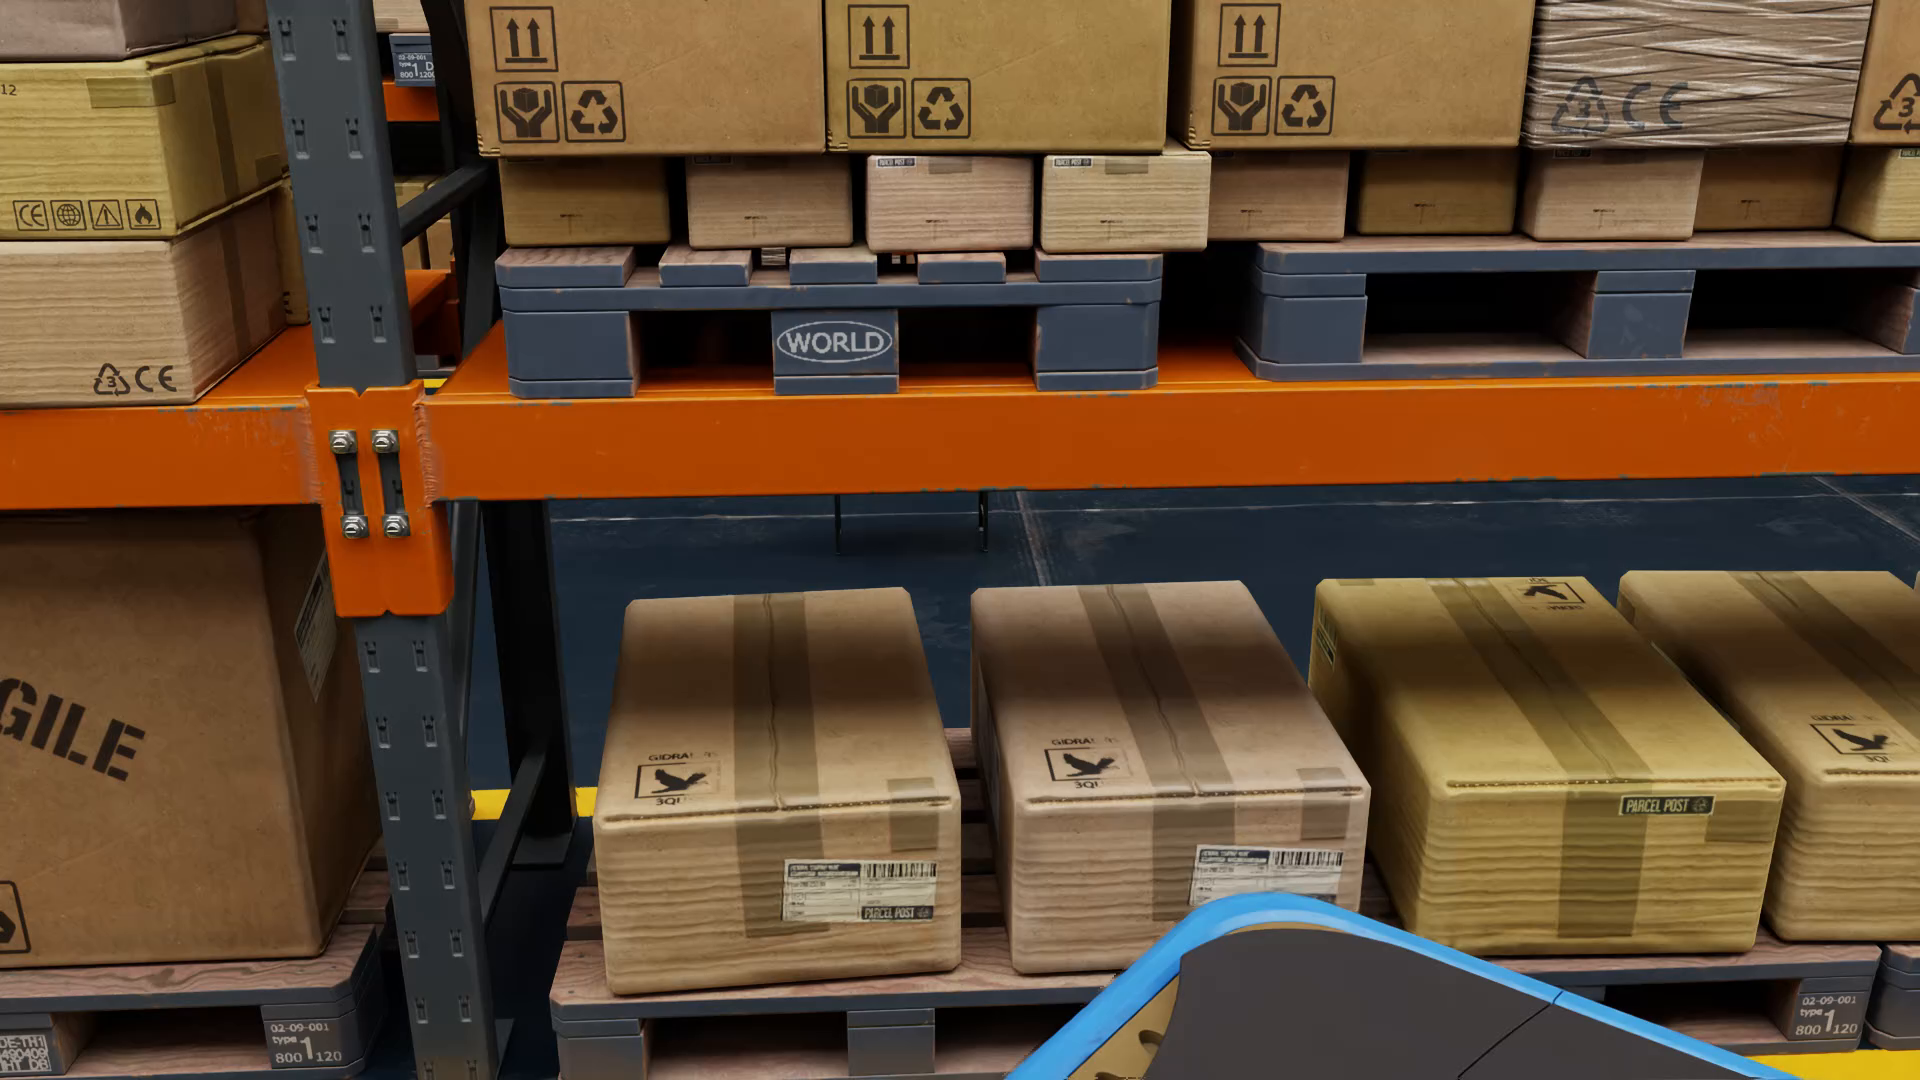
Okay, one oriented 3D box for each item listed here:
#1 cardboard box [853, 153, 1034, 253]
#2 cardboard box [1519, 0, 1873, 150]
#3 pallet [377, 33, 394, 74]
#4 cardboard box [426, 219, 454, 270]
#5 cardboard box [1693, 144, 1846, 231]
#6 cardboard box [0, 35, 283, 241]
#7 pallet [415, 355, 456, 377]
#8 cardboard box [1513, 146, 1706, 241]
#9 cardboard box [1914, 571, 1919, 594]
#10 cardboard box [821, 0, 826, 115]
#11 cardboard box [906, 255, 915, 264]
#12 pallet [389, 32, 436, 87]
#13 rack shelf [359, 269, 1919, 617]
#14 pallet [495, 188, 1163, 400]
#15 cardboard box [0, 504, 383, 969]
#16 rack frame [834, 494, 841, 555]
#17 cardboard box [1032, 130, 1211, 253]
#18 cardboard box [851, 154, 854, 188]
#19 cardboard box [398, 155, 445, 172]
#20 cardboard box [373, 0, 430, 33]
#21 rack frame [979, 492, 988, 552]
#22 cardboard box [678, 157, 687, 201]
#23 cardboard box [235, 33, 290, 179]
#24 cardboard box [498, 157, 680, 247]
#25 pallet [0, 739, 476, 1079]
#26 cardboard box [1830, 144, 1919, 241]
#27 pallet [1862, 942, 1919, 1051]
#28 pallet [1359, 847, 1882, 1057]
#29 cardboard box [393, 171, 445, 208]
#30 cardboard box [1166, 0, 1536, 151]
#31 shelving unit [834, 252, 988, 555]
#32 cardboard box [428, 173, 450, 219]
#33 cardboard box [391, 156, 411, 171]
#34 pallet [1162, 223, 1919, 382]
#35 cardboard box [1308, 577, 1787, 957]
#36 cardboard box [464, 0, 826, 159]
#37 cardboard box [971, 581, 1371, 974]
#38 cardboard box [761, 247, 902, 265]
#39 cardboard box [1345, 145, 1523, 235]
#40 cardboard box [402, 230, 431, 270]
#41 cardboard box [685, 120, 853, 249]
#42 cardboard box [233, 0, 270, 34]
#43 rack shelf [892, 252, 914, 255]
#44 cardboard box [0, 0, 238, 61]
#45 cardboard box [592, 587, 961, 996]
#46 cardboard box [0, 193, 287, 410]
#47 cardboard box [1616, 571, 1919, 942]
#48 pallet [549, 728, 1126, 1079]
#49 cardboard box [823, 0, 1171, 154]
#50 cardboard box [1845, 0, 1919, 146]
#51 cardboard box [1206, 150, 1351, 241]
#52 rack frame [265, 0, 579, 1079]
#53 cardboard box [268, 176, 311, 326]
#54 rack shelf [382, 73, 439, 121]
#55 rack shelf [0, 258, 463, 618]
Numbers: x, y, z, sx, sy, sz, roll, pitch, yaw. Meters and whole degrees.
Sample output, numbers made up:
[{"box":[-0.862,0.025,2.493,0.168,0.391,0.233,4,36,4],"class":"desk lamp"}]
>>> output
[{"box":[-0.035,-0.573,2.673,0.250,0.149,0.380,-3,21,-7],"class":"cardboard box"},{"box":[1.082,-0.913,2.655,0.500,0.500,0.500,-2,21,-5],"class":"cardboard box"},{"box":[-3.158,-2.203,7.461,1.213,0.211,1.003,-1,21,-3],"class":"pallet"},{"box":[-2.127,-1.270,7.665,0.500,0.500,0.500,-1,21,-4],"class":"cardboard box"},{"box":[1.277,-0.638,2.843,0.250,0.149,0.380,-2,21,-5],"class":"cardboard box"},{"box":[-1.399,-0.634,2.579,0.500,0.250,0.500,-1,21,-3],"class":"cardboard box"},{"box":[-1.965,-1.029,8.027,1.213,0.211,1.003,-1,21,-3],"class":"pallet"},{"box":[1.021,-0.606,2.759,0.250,0.149,0.380,-1,21,-1],"class":"cardboard box"},{"box":[2.540,0.392,3.480,0.625,0.372,0.950,-1,21,-2],"class":"cardboard box"},{"box":[-0.492,-1.061,3.042,0.500,0.500,0.500,-2,21,-5],"class":"cardboard box"},{"box":[0.058,-1.444,7.946,0.625,0.625,0.875,0,21,-1],"class":"cardboard box"},{"box":[-1.890,-2.205,7.468,1.003,0.211,1.213,-1,21,-3],"class":"pallet"},{"box":[1.067,-0.275,3.139,4.000,0.370,1.077,-1,21,-3],"class":"rack shelf"},{"box":[-0.225,-0.533,3.075,1.003,0.211,1.213,-1,21,-3],"class":"pallet"},{"box":[-1.624,0.211,3.248,0.875,0.875,0.875,-1,21,-4],"class":"cardboard box"},{"box":[-0.409,-0.552,5.386,0.015,1.200,0.240,-1,21,-3],"class":"rack frame"},{"box":[0.241,-0.571,2.669,0.250,0.149,0.380,-1,21,-3],"class":"cardboard box"},{"box":[-0.104,-0.792,3.248,0.250,0.149,0.380,-1,21,-4],"class":"cardboard box"},{"box":[-2.543,-1.763,8.048,0.250,0.149,0.380,-2,21,-6],"class":"cardboard box"},{"box":[-2.252,-2.324,7.129,0.500,0.250,0.500,-2,21,-6],"class":"cardboard box"},{"box":[0.078,-0.562,5.412,0.015,1.200,0.240,-1,21,-3],"class":"rack frame"},{"box":[-0.616,-0.740,3.111,0.250,0.149,0.380,0,21,-1],"class":"cardboard box"},{"box":[-1.450,-0.812,3.045,0.500,0.250,0.500,-1,21,-3],"class":"cardboard box"},{"box":[-0.595,-0.590,2.718,0.250,0.149,0.380,-2,21,-6],"class":"cardboard box"},{"box":[-1.722,0.722,3.428,1.213,0.211,1.003,-1,21,-3],"class":"pallet"},{"box":[1.546,-0.607,2.761,0.250,0.149,0.380,-1,21,-3],"class":"cardboard box"},{"box":[2.286,0.668,3.571,1.213,0.211,1.003,-1,21,-3],"class":"pallet"},{"box":[1.065,0.694,3.503,1.213,0.211,1.003,-1,21,-3],"class":"pallet"},{"box":[-2.498,-1.570,7.539,0.250,0.149,0.380,-1,21,-1],"class":"cardboard box"},{"box":[0.582,-0.906,2.636,0.500,0.500,0.500,-1,21,-2],"class":"cardboard box"},{"box":[-0.165,-0.557,5.399,0.503,1.200,0.258,-1,21,-3],"class":"shelving unit"},{"box":[-2.232,-1.559,7.511,0.250,0.149,0.380,-2,21,-5],"class":"cardboard box"},{"box":[-2.801,-1.741,7.988,0.250,0.149,0.380,-2,21,-4],"class":"cardboard box"},{"box":[1.044,-0.536,3.082,1.213,0.211,1.003,-1,21,-3],"class":"pallet"},{"box":[1.128,0.422,3.400,0.625,0.372,0.950,0,21,-1],"class":"cardboard box"},{"box":[-0.468,-0.880,2.567,0.500,0.500,0.500,-2,21,-5],"class":"cardboard box"},{"box":[0.371,0.435,3.364,0.625,0.372,0.950,-2,21,-4],"class":"cardboard box"},{"box":[-0.594,-1.428,7.903,0.625,0.625,0.875,-1,21,-1],"class":"cardboard box"},{"box":[0.757,-0.623,2.806,0.250,0.149,0.380,0,21,-1],"class":"cardboard box"},{"box":[-2.650,-1.259,7.635,0.500,0.500,0.500,0,21,-1],"class":"cardboard box"},{"box":[-0.311,-0.584,2.702,0.250,0.149,0.380,-2,21,-6],"class":"cardboard box"},{"box":[-1.436,-1.161,2.910,0.500,0.500,0.500,-2,21,-5],"class":"cardboard box"},{"box":[-0.165,-0.925,5.259,0.480,0.148,0.258,-1,21,-3],"class":"rack shelf"},{"box":[-1.431,-0.981,2.437,0.500,0.500,0.500,-2,21,-5],"class":"cardboard box"},{"box":[-0.365,0.453,3.318,0.625,0.372,0.950,-3,21,-7],"class":"cardboard box"},{"box":[-1.420,-0.398,2.661,0.500,0.250,0.500,-2,21,-5],"class":"cardboard box"},{"box":[1.822,0.407,3.438,0.625,0.372,0.950,0,21,0],"class":"cardboard box"},{"box":[-0.150,0.717,3.440,1.213,0.211,1.003,-1,21,-3],"class":"pallet"},{"box":[0.052,-0.893,2.601,0.500,0.500,0.500,0,21,0],"class":"cardboard box"},{"box":[1.605,-0.924,2.684,0.500,0.500,0.500,0,21,-1],"class":"cardboard box"},{"box":[0.477,-0.604,2.754,0.250,0.149,0.380,0,21,0],"class":"cardboard box"},{"box":[-0.930,-0.571,2.904,0.127,3.000,1.000,-1,21,-3],"class":"rack frame"},{"box":[-1.433,-0.580,3.139,0.500,0.250,0.500,-2,21,-4],"class":"cardboard box"},{"box":[-3.214,-1.957,7.556,4.000,0.370,1.077,-1,21,-3],"class":"rack shelf"},{"box":[-2.927,-0.194,2.925,4.000,0.370,1.077,-1,21,-3],"class":"rack shelf"}]
